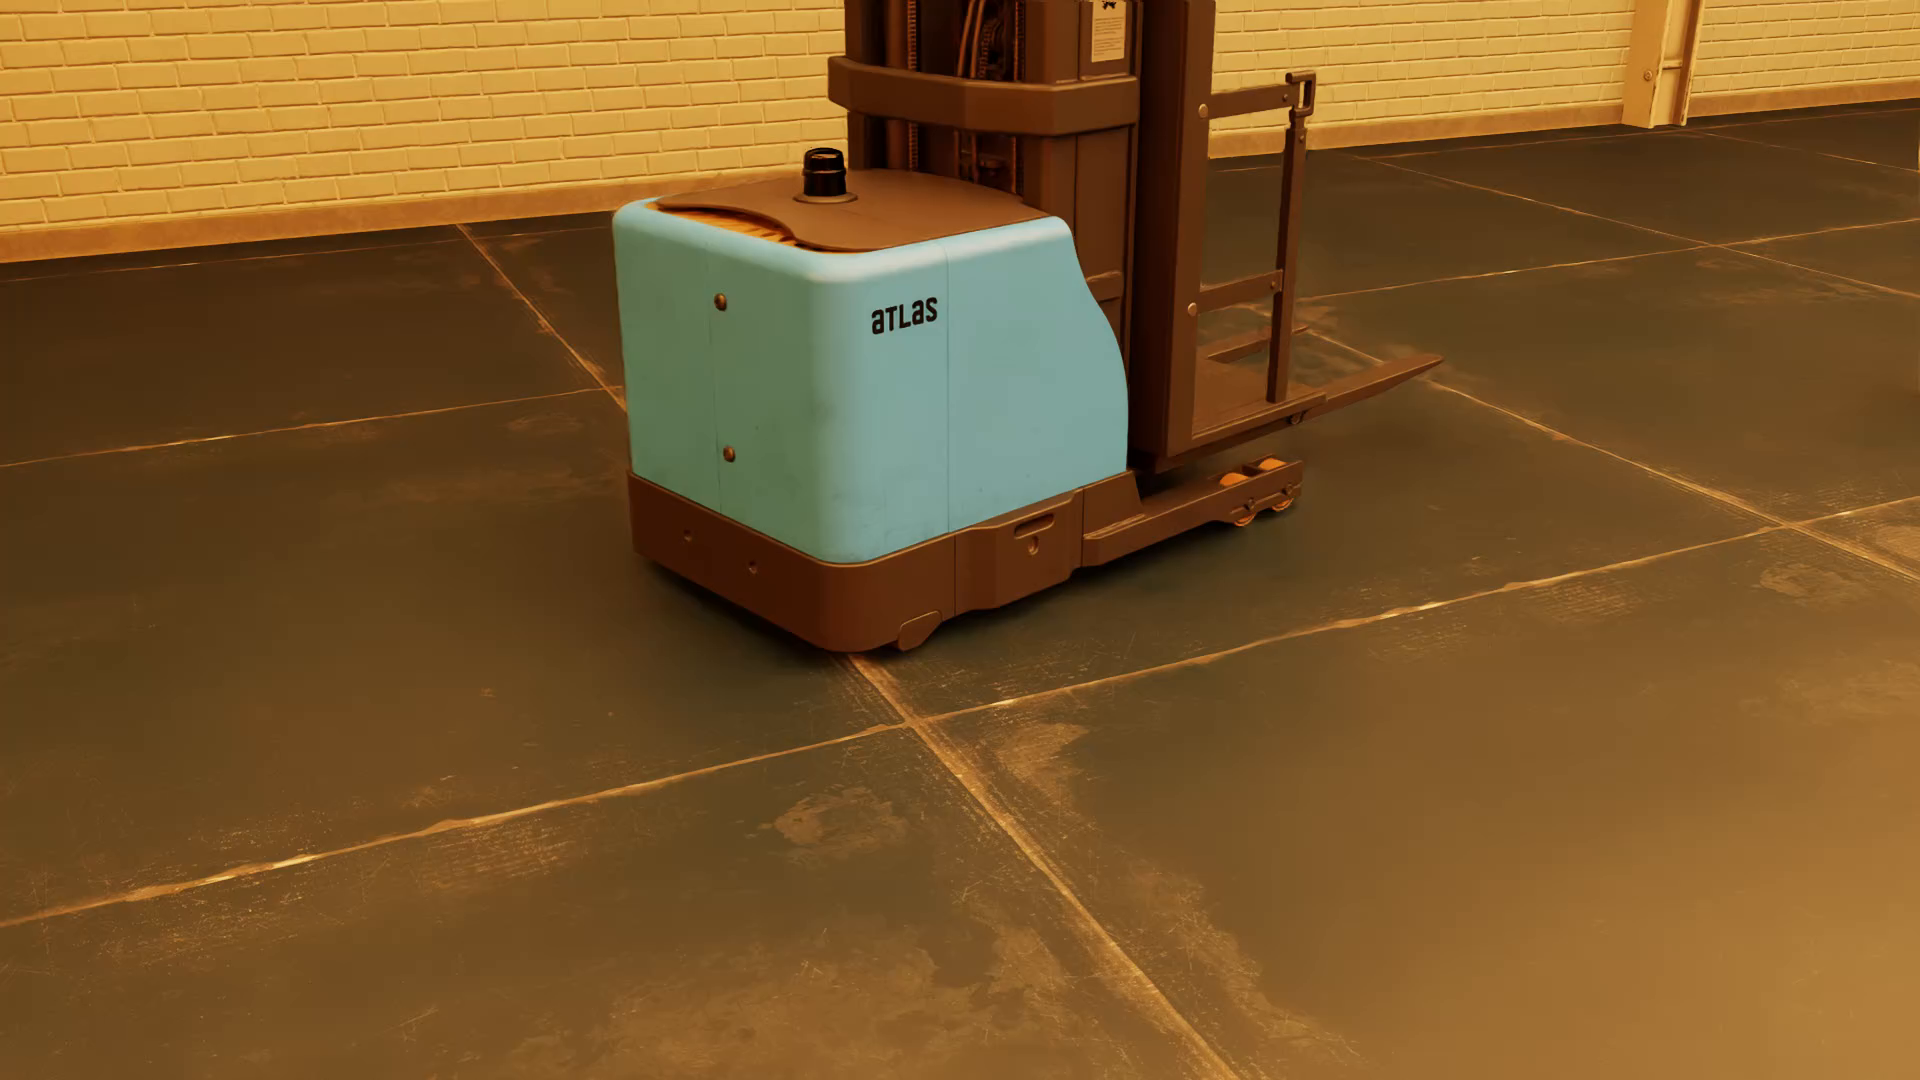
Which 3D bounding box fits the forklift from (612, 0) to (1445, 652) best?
[{"bbox_3d":[0.461,-1.526,4.959,3.031,2.935,1.130,-20,30,-39],"label":"forklift"}]
